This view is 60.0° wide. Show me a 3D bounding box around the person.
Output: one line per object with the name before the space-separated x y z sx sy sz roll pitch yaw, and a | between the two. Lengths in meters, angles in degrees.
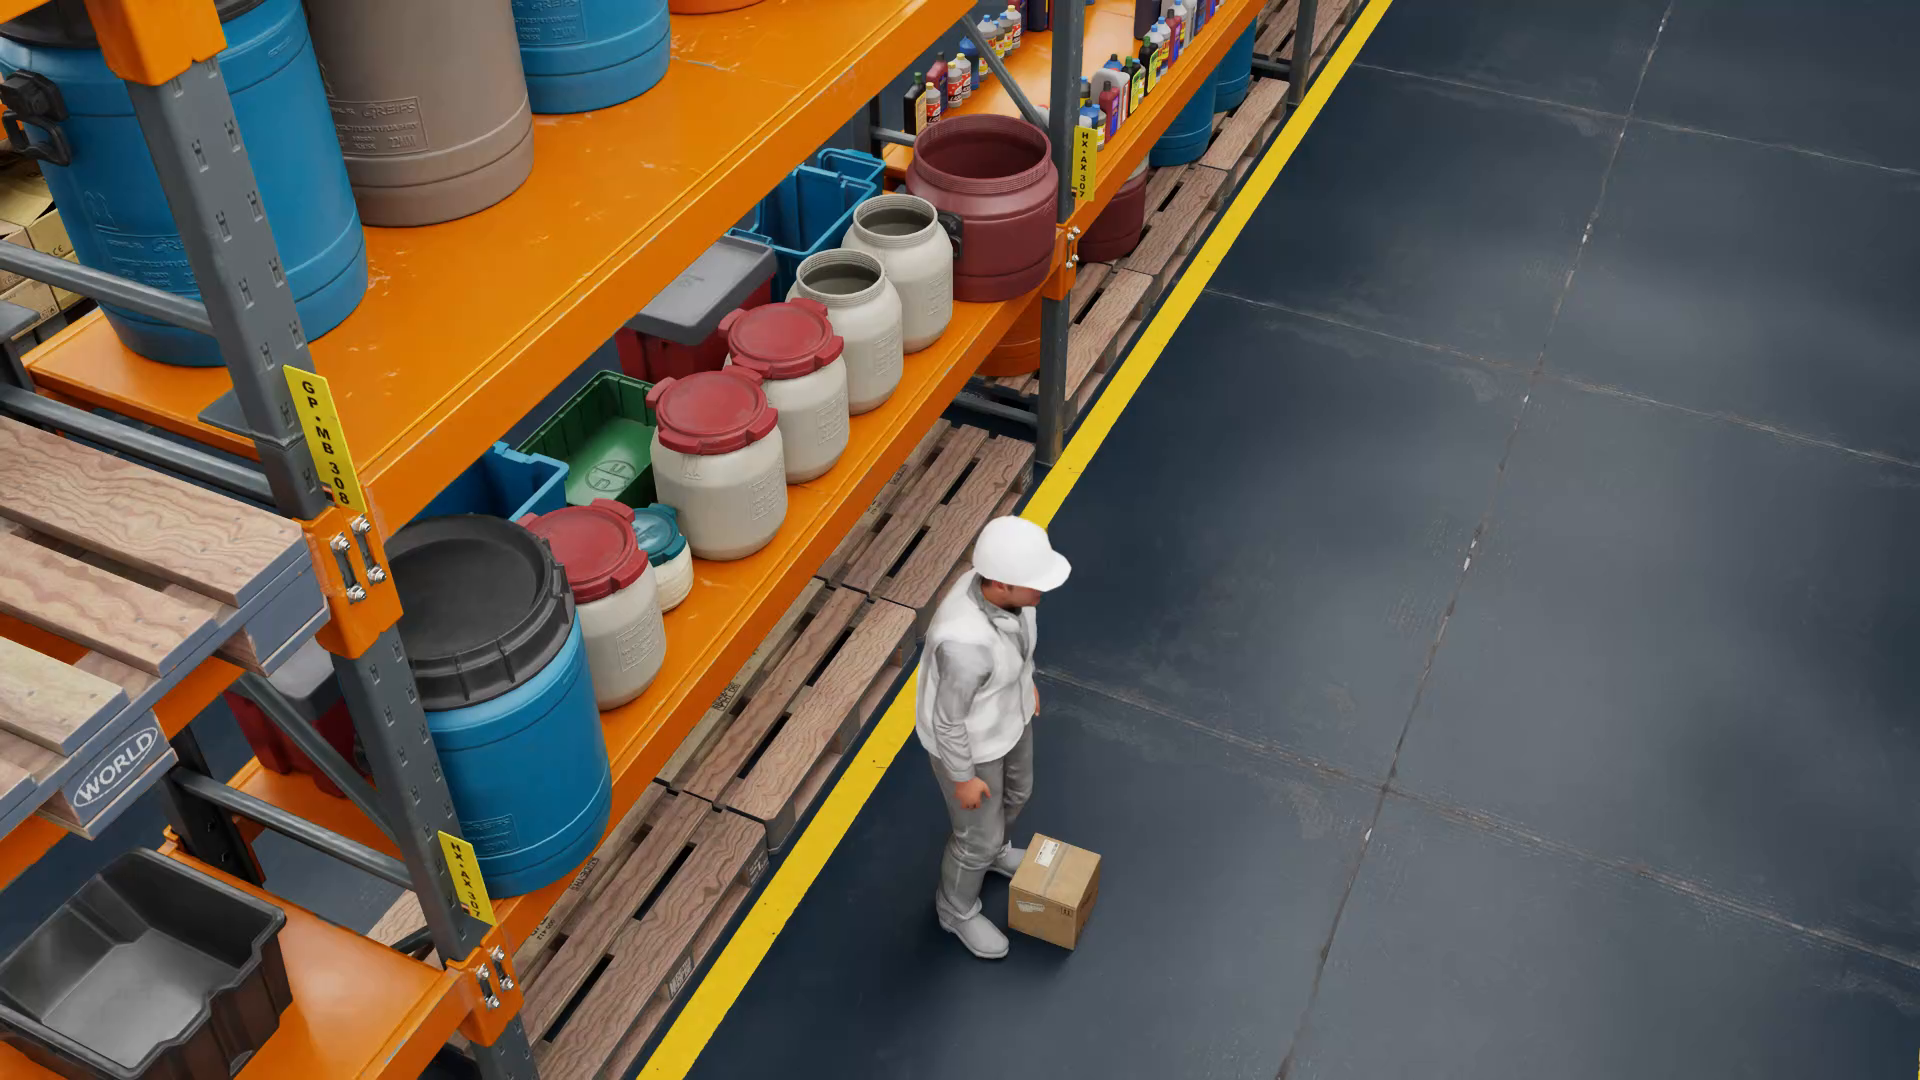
person | 0.099 0.610 5.455 0.464 1.771 0.581 17 44 18
